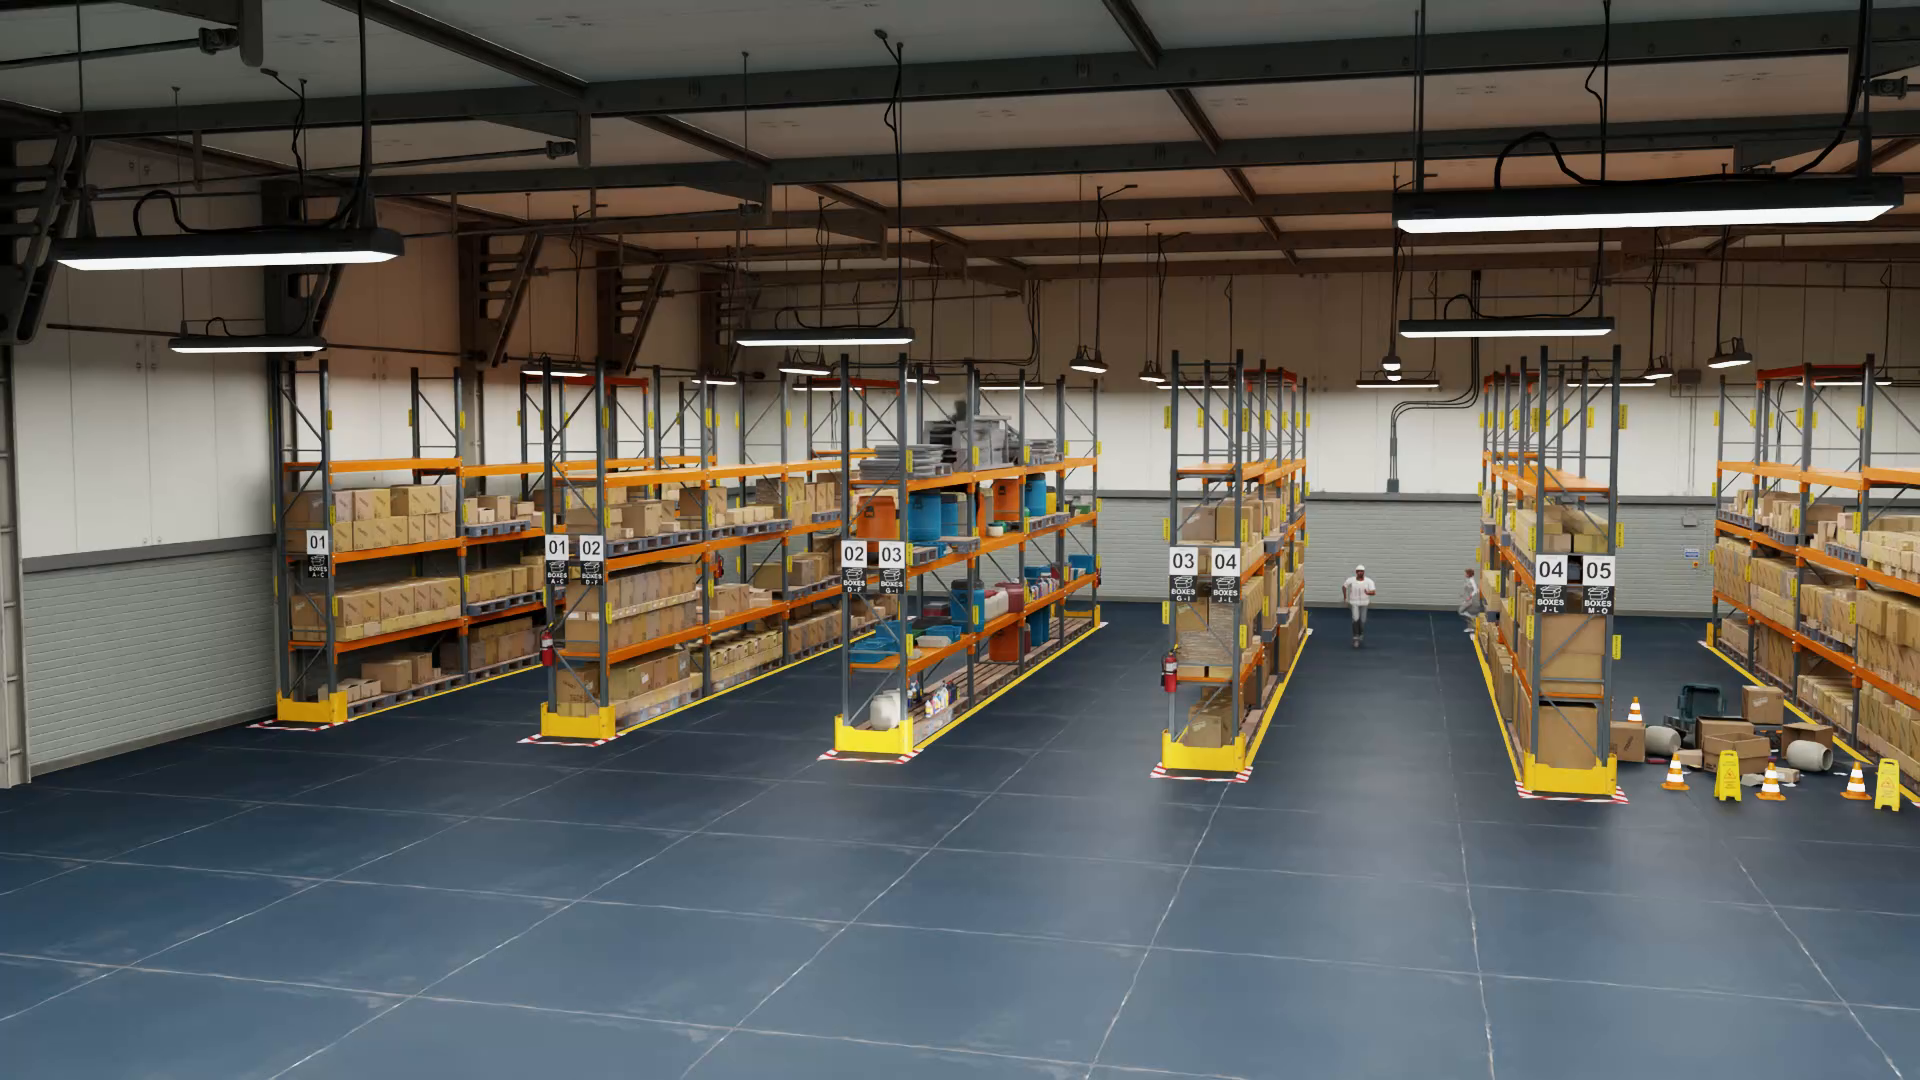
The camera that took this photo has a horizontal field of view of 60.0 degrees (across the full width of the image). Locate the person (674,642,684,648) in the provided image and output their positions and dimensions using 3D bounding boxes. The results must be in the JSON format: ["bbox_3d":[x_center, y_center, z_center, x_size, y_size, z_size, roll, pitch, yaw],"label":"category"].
[{"bbox_3d":[-5.817,1.667,34.330,0.710,1.773,0.944,1,4,9],"label":"person"}]

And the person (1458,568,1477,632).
[{"bbox_3d":[12.007,1.424,39.229,0.483,1.541,0.595,1,4,12],"label":"person"}]

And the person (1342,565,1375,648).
[{"bbox_3d":[8.874,1.465,36.960,0.674,1.830,0.779,0,4,4],"label":"person"}]
